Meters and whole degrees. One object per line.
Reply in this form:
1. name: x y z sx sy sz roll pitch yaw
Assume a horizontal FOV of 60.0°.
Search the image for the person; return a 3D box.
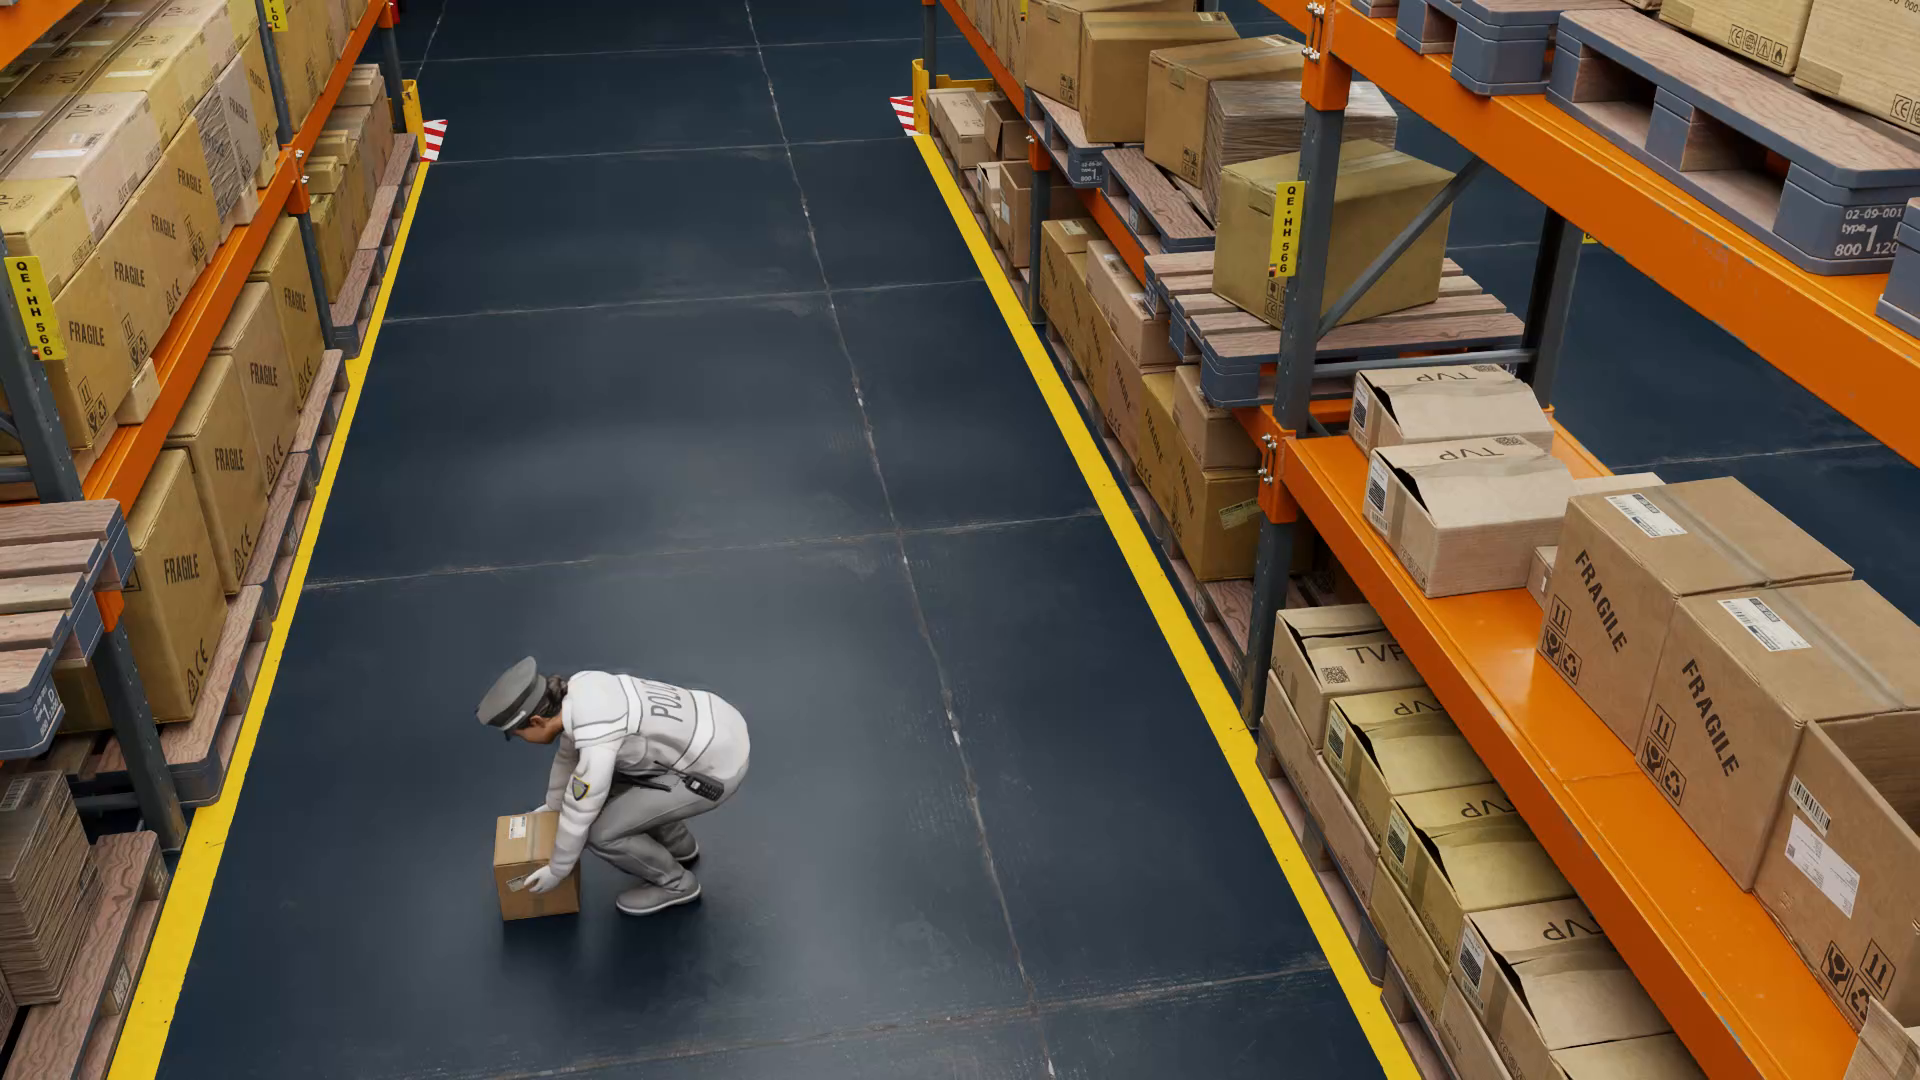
1. person: -1.113 0.782 5.492 0.844 0.985 0.483 -5 31 -9
